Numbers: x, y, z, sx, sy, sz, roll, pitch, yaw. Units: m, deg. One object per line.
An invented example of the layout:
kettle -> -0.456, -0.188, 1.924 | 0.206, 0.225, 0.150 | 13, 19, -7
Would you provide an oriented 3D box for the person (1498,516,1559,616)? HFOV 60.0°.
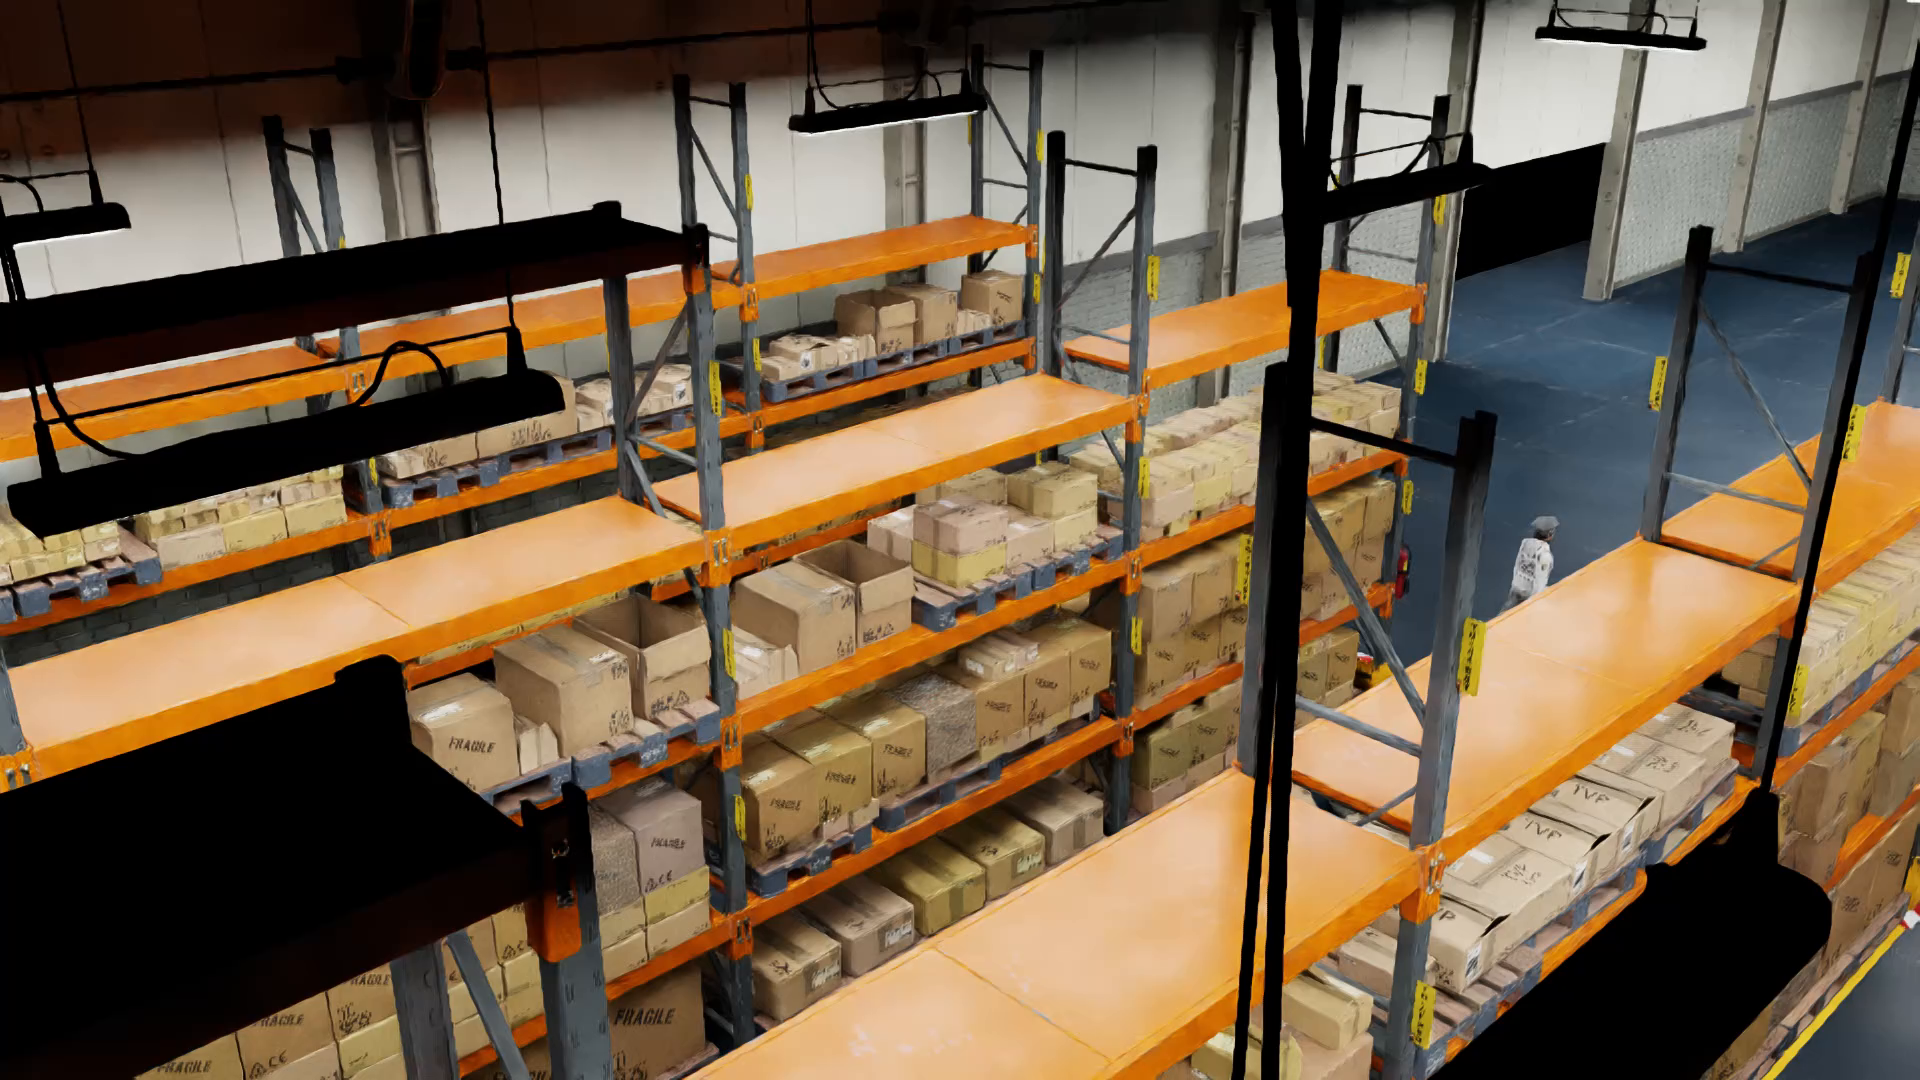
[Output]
person -> 5.929, 0.531, 17.448 | 0.939, 1.611, 0.521 | -9, 24, -21
